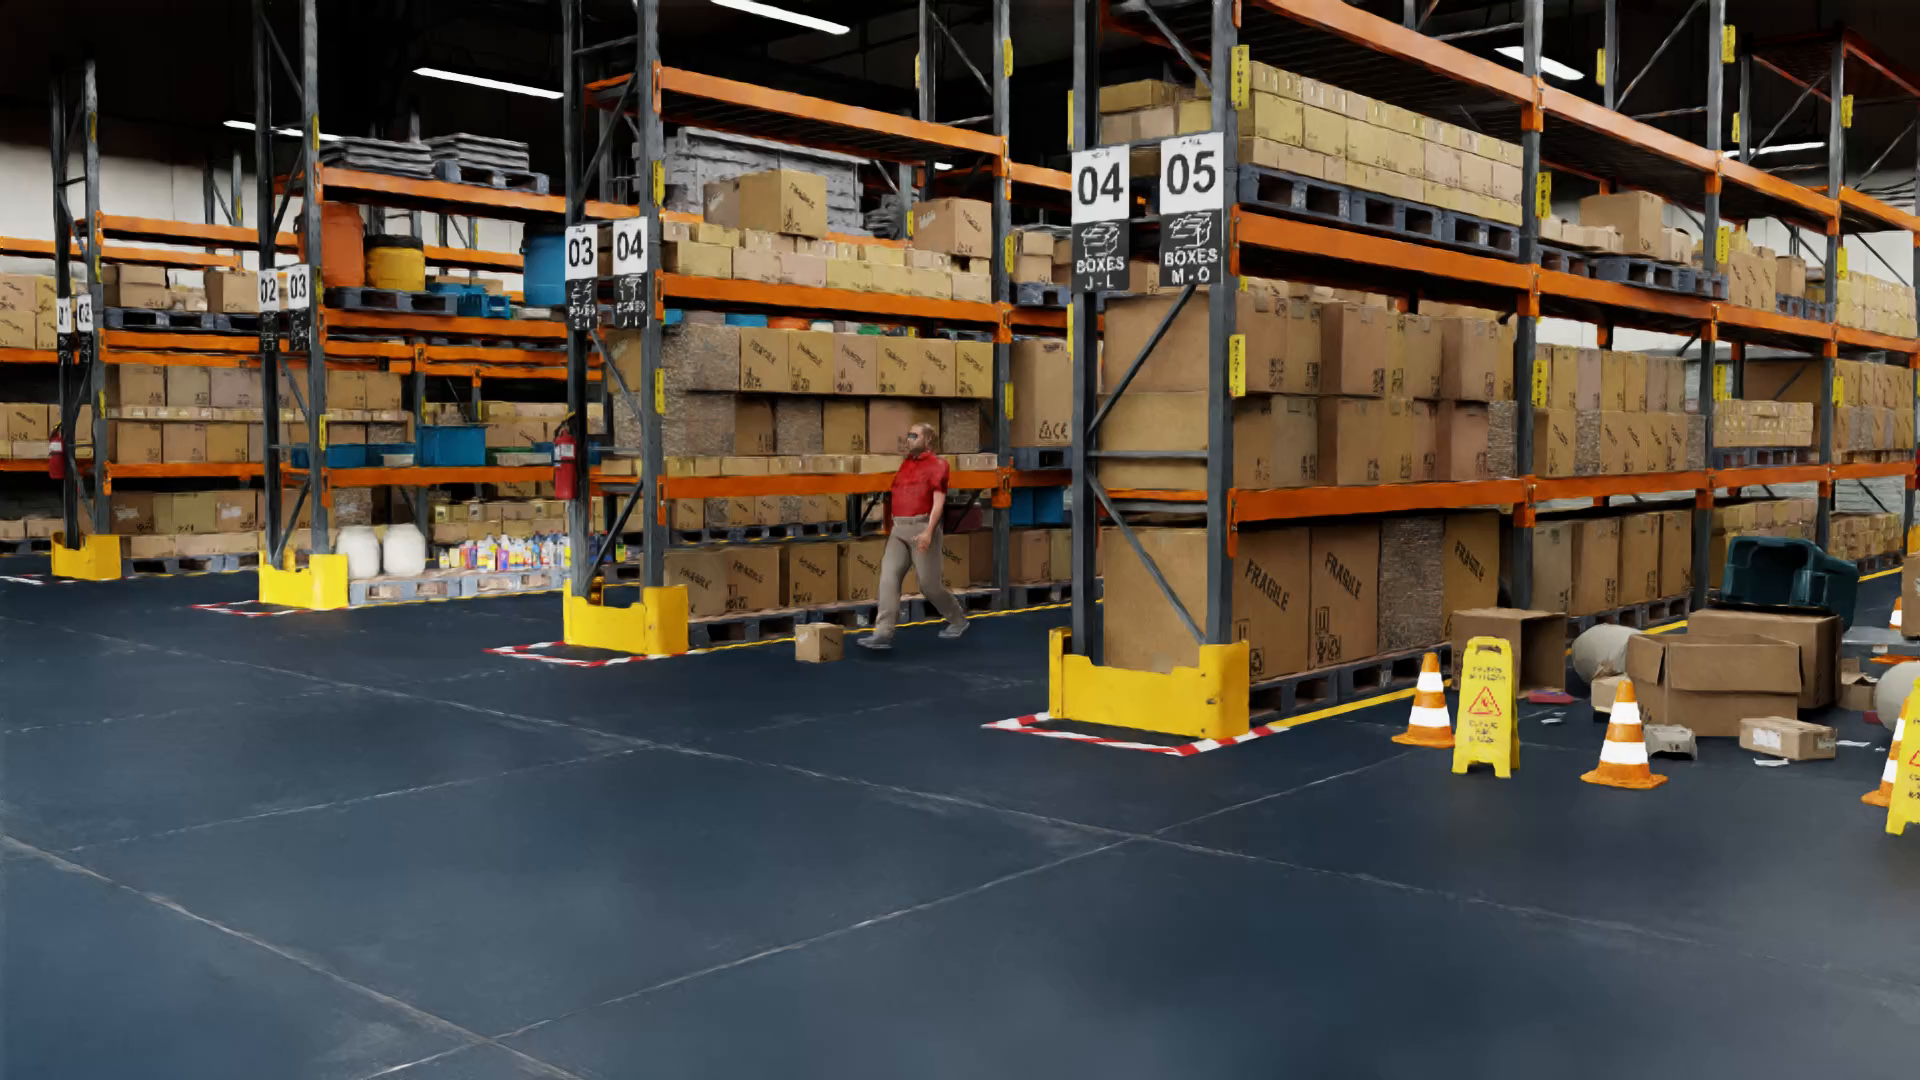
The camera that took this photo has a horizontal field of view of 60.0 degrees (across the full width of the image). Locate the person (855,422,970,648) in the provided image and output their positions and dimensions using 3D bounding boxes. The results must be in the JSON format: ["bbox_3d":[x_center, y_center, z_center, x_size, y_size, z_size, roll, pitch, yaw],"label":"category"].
[{"bbox_3d":[-0.360,-0.034,12.428,0.534,1.690,0.898,3,5,42],"label":"person"}]
